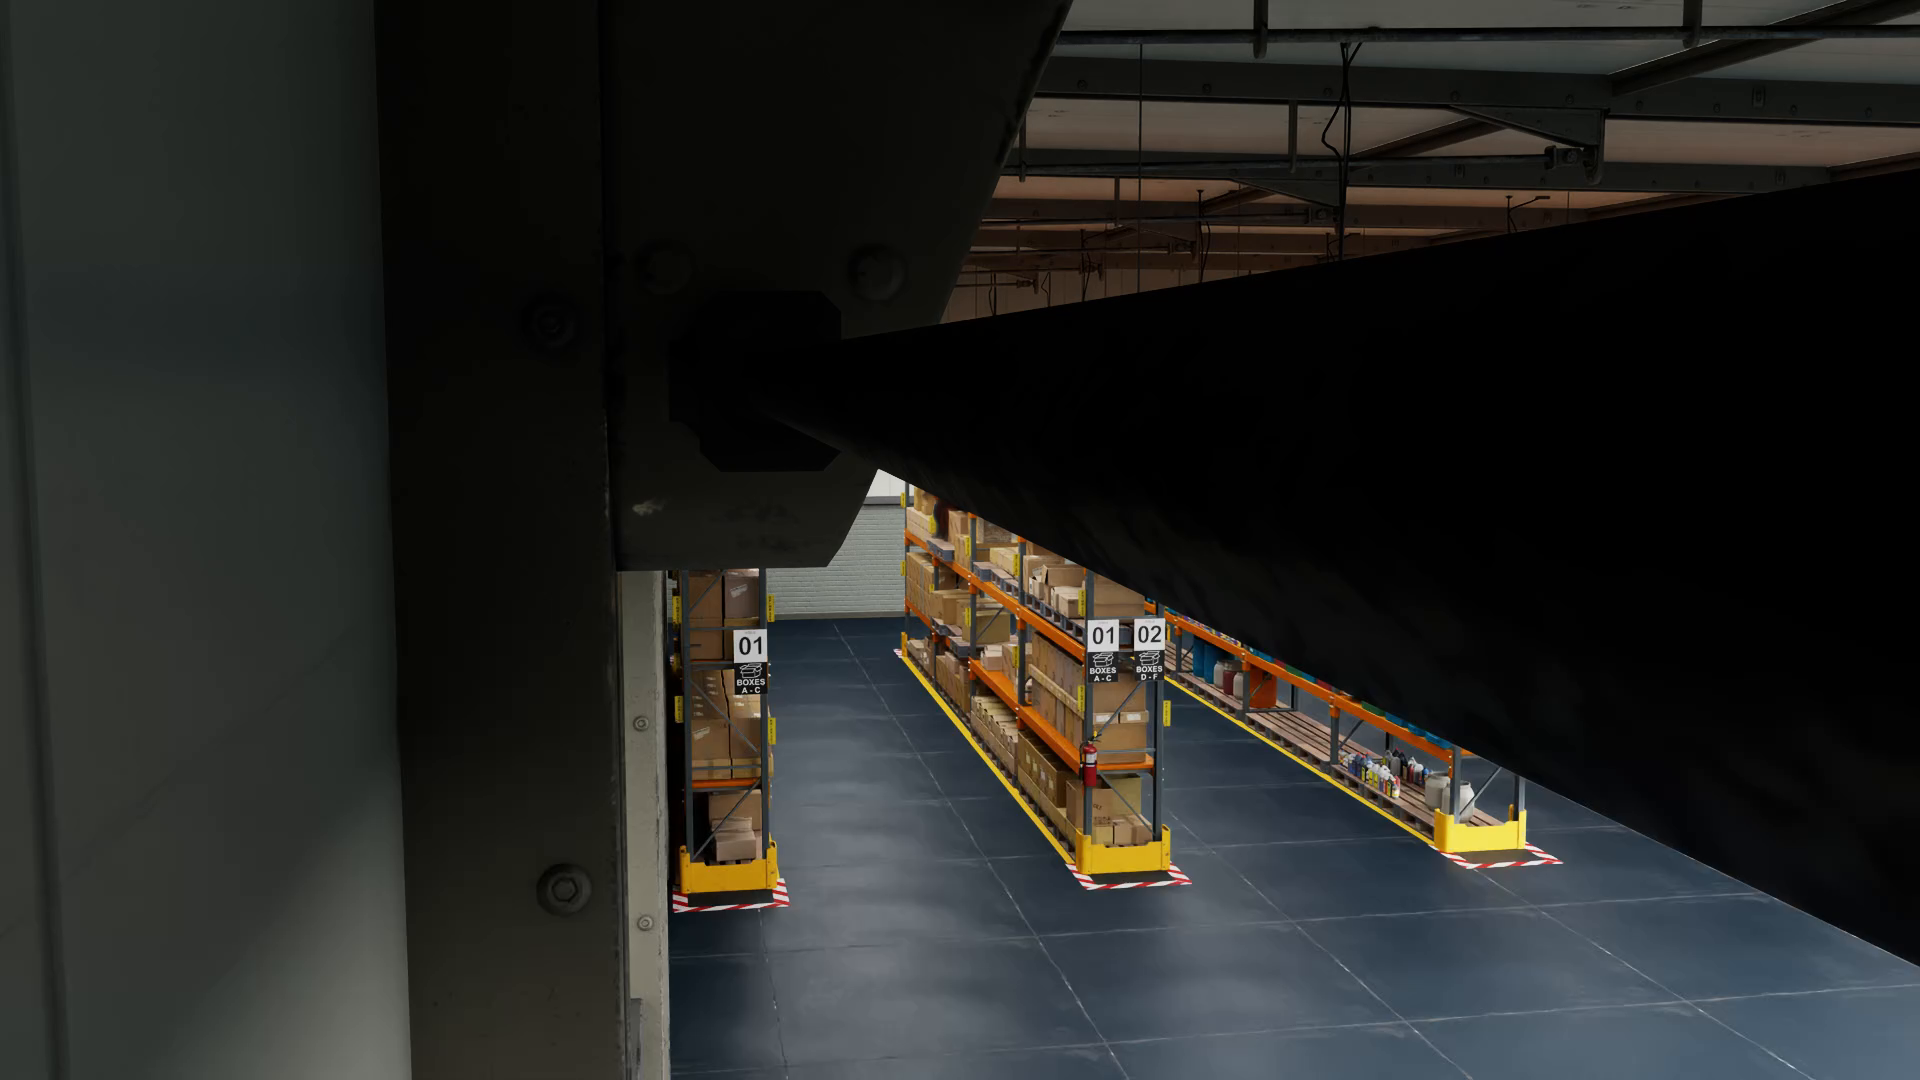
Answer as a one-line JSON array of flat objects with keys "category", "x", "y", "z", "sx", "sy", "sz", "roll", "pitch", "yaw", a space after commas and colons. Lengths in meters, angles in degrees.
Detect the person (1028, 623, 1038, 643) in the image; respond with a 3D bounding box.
[{"category": "person", "x": 1.503, "y": 1.590, "z": 35.770, "sx": 0.403, "sy": 1.815, "sz": 0.711, "roll": 6, "pitch": 8, "yaw": 44}]
